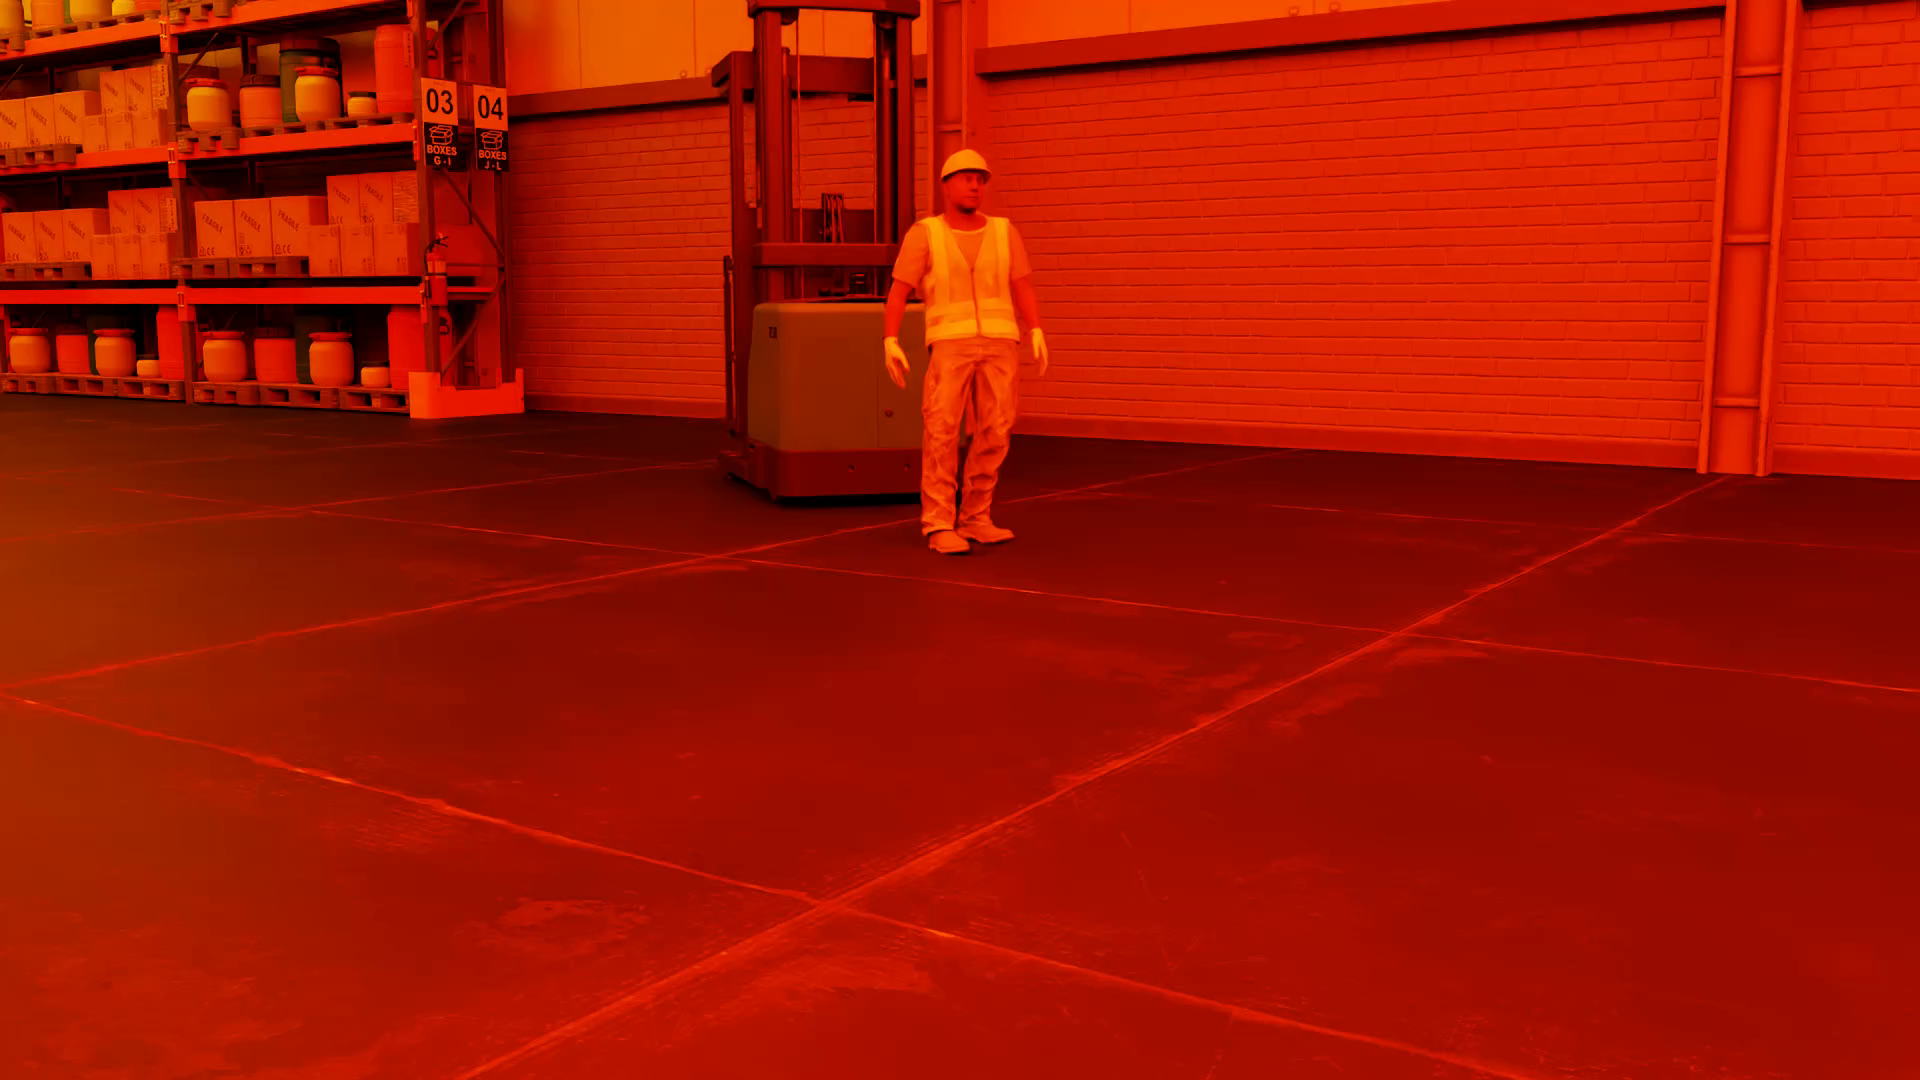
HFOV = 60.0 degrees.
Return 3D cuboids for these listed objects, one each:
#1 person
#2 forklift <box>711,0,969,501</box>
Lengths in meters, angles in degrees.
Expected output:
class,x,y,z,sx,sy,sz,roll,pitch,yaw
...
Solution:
class,x,y,z,sx,sy,sz,roll,pitch,yaw
person,0.042,-0.836,7.317,0.727,1.760,0.651,-2,8,-12
forklift,-0.875,-1.827,10.042,1.130,2.935,3.031,-2,8,-17
